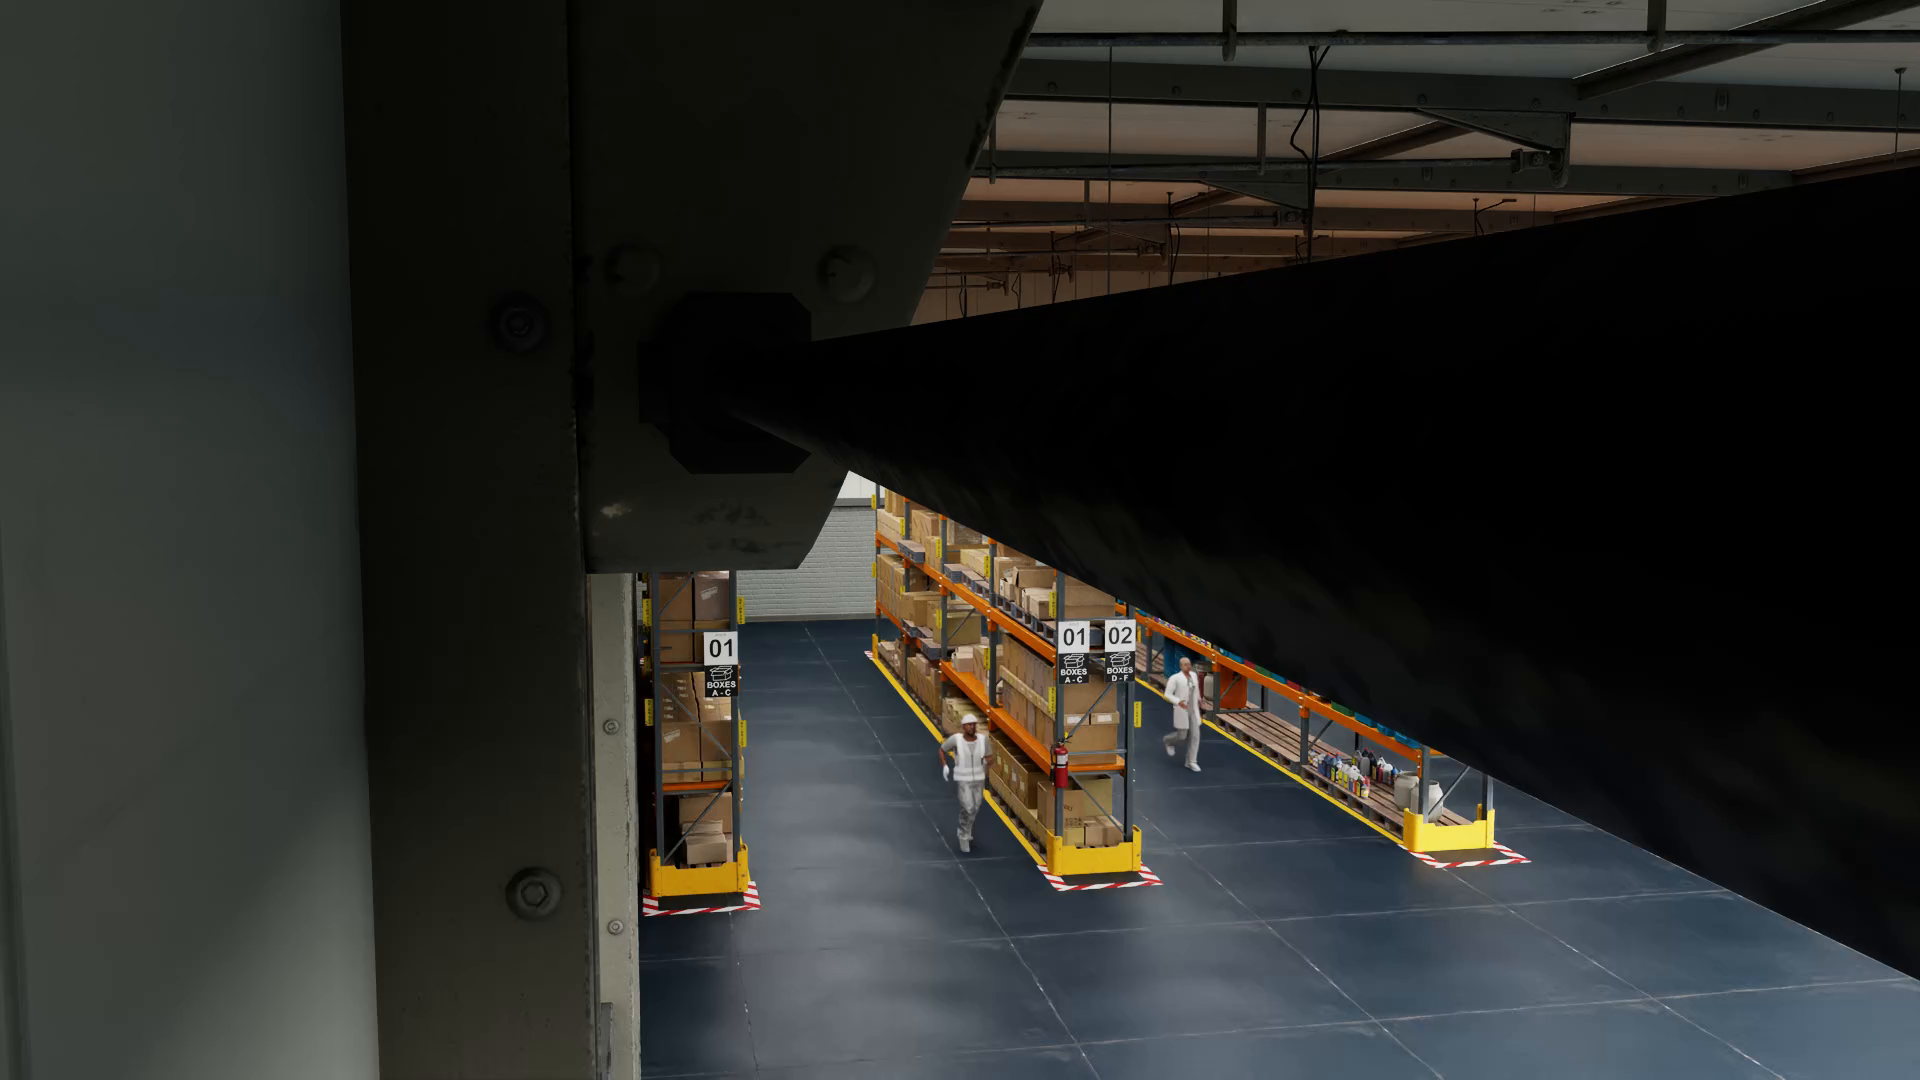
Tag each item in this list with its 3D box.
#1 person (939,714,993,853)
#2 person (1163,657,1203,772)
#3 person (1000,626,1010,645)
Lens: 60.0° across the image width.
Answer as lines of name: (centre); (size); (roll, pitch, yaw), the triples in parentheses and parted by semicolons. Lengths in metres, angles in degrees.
person: (0.123, 3.197, 21.935); (0.656, 1.824, 0.744); (-3, 6, -23)
person: (3.576, 2.762, 26.475); (0.711, 1.722, 0.923); (-3, 6, -25)
person: (1.020, 1.957, 34.666); (0.581, 1.718, 0.820); (-2, 6, -22)
